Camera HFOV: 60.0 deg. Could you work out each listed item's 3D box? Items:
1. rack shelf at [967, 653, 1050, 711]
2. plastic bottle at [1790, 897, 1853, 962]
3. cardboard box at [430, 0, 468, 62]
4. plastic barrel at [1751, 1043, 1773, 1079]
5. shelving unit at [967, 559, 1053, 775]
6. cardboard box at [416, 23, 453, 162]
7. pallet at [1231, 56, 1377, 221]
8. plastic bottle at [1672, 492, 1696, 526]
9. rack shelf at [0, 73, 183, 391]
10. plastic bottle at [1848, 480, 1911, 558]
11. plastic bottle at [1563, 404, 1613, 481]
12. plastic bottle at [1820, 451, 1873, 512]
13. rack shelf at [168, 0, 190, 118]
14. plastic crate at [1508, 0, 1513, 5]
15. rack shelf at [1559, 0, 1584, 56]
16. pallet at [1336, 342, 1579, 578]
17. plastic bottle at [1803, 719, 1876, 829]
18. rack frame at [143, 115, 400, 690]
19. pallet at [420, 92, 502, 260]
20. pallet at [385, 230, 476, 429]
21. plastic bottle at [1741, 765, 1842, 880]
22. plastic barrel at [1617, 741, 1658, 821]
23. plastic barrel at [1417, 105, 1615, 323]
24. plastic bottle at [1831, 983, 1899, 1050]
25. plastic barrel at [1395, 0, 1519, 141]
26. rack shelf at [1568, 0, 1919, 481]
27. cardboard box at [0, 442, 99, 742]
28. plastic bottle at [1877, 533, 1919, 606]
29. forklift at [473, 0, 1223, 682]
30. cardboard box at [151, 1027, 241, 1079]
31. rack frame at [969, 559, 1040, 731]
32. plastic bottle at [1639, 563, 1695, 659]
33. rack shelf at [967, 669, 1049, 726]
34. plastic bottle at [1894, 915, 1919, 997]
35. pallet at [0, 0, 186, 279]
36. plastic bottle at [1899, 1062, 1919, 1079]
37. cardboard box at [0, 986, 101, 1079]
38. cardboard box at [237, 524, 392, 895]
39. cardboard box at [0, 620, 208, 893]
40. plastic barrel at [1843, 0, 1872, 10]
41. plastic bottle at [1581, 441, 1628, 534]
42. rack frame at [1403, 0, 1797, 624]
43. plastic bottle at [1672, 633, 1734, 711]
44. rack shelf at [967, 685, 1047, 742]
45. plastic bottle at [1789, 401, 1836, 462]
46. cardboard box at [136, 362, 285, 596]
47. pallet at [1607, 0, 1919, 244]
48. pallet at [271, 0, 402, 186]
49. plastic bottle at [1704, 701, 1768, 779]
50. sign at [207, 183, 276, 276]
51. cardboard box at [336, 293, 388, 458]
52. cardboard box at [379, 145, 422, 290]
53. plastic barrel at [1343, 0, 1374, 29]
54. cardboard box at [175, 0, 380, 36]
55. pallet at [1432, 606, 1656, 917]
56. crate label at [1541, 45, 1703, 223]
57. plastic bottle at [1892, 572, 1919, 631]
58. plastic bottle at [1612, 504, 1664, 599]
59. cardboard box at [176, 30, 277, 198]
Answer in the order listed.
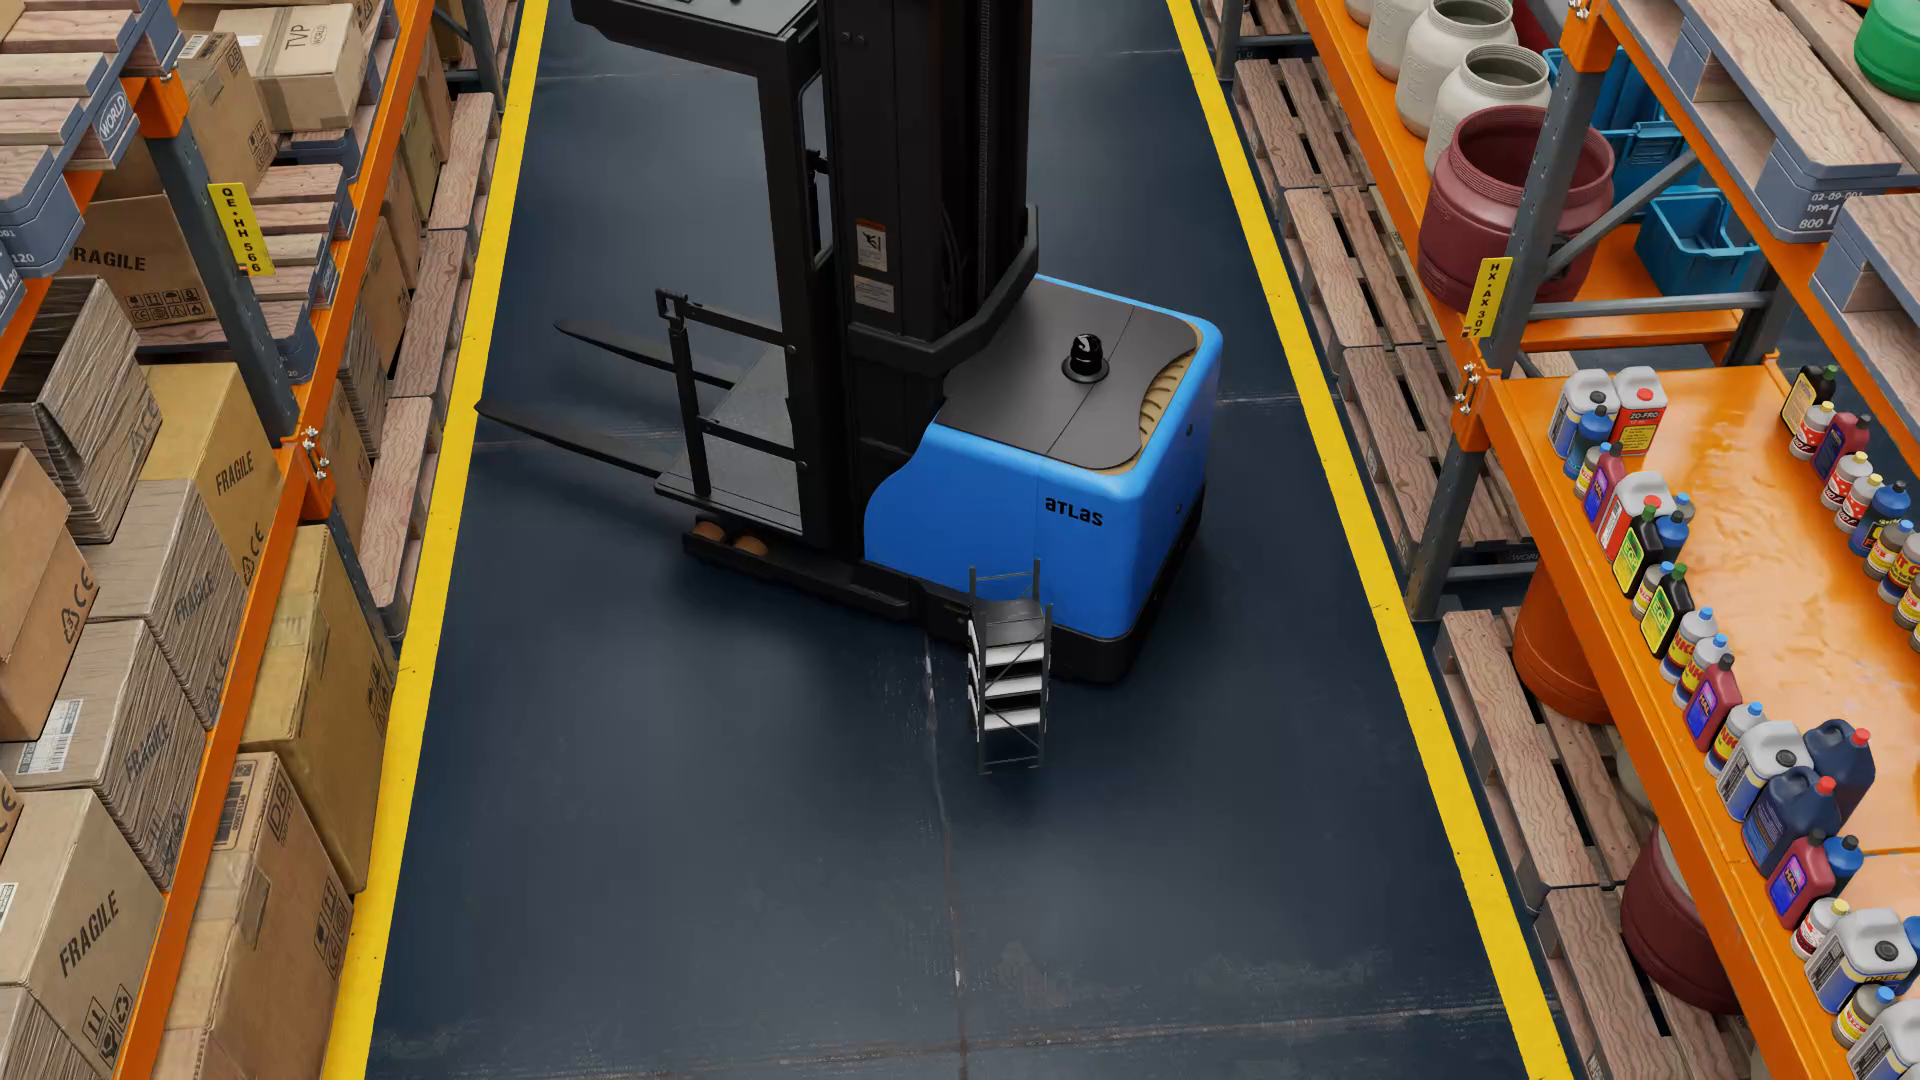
[{"bbox_3d":[0.168,0.484,5.854,0.258,0.077,0.200,-7,47,-7],"label":"rack shelf"},{"bbox_3d":[2.115,0.945,4.062,0.097,0.201,0.097,0,47,0],"label":"plastic bottle"},{"bbox_3d":[-2.988,-2.945,9.042,0.500,0.500,0.500,-5,47,-5],"label":"cardboard box"},{"bbox_3d":[2.564,1.509,4.816,0.421,0.512,0.421,0,47,0],"label":"plastic barrel"},{"bbox_3d":[0.168,0.461,5.830,0.258,0.900,0.210,-7,47,-7],"label":"shelving unit"},{"bbox_3d":[-2.965,-2.215,8.336,0.700,0.500,0.500,-7,47,-6],"label":"cardboard box"},{"bbox_3d":[2.045,-2.145,8.772,1.003,0.211,1.213,-3,47,-3],"label":"pallet"},{"bbox_3d":[2.151,-0.061,5.015,0.097,0.201,0.097,0,47,0],"label":"plastic bottle"},{"bbox_3d":[-2.493,0.189,3.071,1.077,0.370,4.000,-3,47,-3],"label":"rack shelf"},{"bbox_3d":[2.762,-0.072,4.977,0.097,0.271,0.097,0,47,0],"label":"plastic bottle"},{"bbox_3d":[1.972,-0.313,5.205,0.097,0.271,0.097,0,47,0],"label":"plastic bottle"},{"bbox_3d":[2.745,-0.189,5.136,0.097,0.201,0.097,0,47,0],"label":"plastic bottle"},{"bbox_3d":[-2.827,-2.705,5.812,1.077,0.370,4.000,-3,47,-3],"label":"rack shelf"},{"bbox_3d":[2.368,-2.354,7.196,0.450,0.188,0.662,-3,47,-3],"label":"plastic crate"},{"bbox_3d":[2.108,-3.006,6.097,1.077,0.370,4.000,-3,47,-3],"label":"rack shelf"},{"bbox_3d":[2.249,-0.379,7.100,1.003,0.211,1.213,-3,47,-3],"label":"pallet"},{"bbox_3d":[2.256,0.587,4.299,0.144,0.351,0.185,-3,47,-3],"label":"plastic bottle"},{"bbox_3d":[-2.660,-0.474,5.270,1.000,3.000,0.127,-3,47,-3],"label":"rack frame"},{"bbox_3d":[-2.928,-1.846,8.490,1.003,0.211,1.213,-3,47,-3],"label":"pallet"},{"bbox_3d":[-2.823,-0.962,7.652,1.003,0.211,1.213,-3,47,-3],"label":"pallet"},{"bbox_3d":[2.115,0.694,4.198,0.144,0.351,0.185,-3,47,-3],"label":"plastic bottle"},{"bbox_3d":[2.470,0.692,5.590,0.421,0.512,0.421,0,47,0],"label":"plastic barrel"},{"bbox_3d":[1.935,-1.139,5.806,0.600,0.536,0.708,-3,47,-3],"label":"plastic barrel"},{"bbox_3d":[2.134,1.113,3.904,0.097,0.201,0.097,0,47,0],"label":"plastic bottle"},{"bbox_3d":[1.941,-1.850,6.495,0.421,0.512,0.421,0,47,0],"label":"plastic barrel"},{"bbox_3d":[2.443,-0.112,3.357,1.077,0.370,4.000,-3,47,-3],"label":"rack shelf"},{"bbox_3d":[-2.563,0.148,3.921,0.797,0.503,0.637,-3,47,-2],"label":"cardboard box"},{"bbox_3d":[2.778,0.069,4.844,0.097,0.271,0.097,0,47,0],"label":"plastic bottle"},{"bbox_3d":[-0.569,-1.194,5.998,3.031,2.935,1.130,18,49,16],"label":"forklift"},{"bbox_3d":[-2.474,1.898,4.197,1.225,0.875,0.875,-5,47,-5],"label":"cardboard box"},{"bbox_3d":[0.151,0.388,5.899,0.240,0.900,0.006,-7,47,-7],"label":"rack frame"},{"bbox_3d":[2.014,0.199,4.713,0.061,0.283,0.133,-3,47,-3],"label":"plastic bottle"},{"bbox_3d":[0.168,0.546,5.920,0.258,0.077,0.200,-7,47,-7],"label":"rack shelf"},{"bbox_3d":[2.275,0.982,3.979,0.097,0.271,0.097,0,47,0],"label":"plastic bottle"},{"bbox_3d":[-2.553,-0.978,3.811,1.213,0.211,1.003,-2,47,-1],"label":"pallet"},{"bbox_3d":[2.183,1.267,3.706,0.152,0.276,0.135,-3,47,-3],"label":"plastic bottle"},{"bbox_3d":[-2.199,1.312,3.510,0.500,0.500,0.500,-4,47,-4],"label":"cardboard box"},{"bbox_3d":[-2.623,0.612,5.415,1.225,0.875,0.875,-5,47,-5],"label":"cardboard box"},{"bbox_3d":[-2.289,0.570,4.212,0.500,0.500,0.500,-5,47,-5],"label":"cardboard box"},{"bbox_3d":[2.320,-1.688,3.768,0.600,0.830,0.708,-3,47,-3],"label":"plastic barrel"},{"bbox_3d":[1.972,-0.162,5.054,0.061,0.283,0.133,-3,47,-3],"label":"plastic bottle"},{"bbox_3d":[2.276,-0.775,5.555,1.000,3.000,0.127,-3,47,-3],"label":"rack frame"},{"bbox_3d":[2.049,0.356,4.572,0.097,0.271,0.097,0,47,0],"label":"plastic bottle"},{"bbox_3d":[0.168,0.608,5.985,0.258,0.077,0.200,-7,47,-7],"label":"rack shelf"},{"bbox_3d":[2.726,-0.356,5.294,0.097,0.201,0.097,0,47,0],"label":"plastic bottle"},{"bbox_3d":[-2.372,-0.167,4.910,0.500,0.500,0.500,-2,47,-2],"label":"cardboard box"},{"bbox_3d":[2.242,-1.182,4.005,1.003,0.211,1.213,-3,47,-3],"label":"pallet"},{"bbox_3d":[-2.866,-1.838,6.693,1.003,0.211,1.213,-3,47,-3],"label":"pallet"},{"bbox_3d":[2.069,0.523,4.414,0.097,0.271,0.097,0,47,0],"label":"plastic bottle"},{"bbox_3d":[-2.107,-0.909,4.884,0.100,0.325,0.005,-3,47,-3],"label":"sign"},{"bbox_3d":[-2.795,-0.650,6.855,0.700,0.500,0.500,-7,47,-7],"label":"cardboard box"},{"bbox_3d":[-2.896,-1.464,7.625,0.700,0.500,0.500,-7,47,-7],"label":"cardboard box"},{"bbox_3d":[1.864,-2.480,7.075,0.433,0.535,0.433,0,47,0],"label":"plastic barrel"},{"bbox_3d":[-2.758,-2.300,6.638,0.797,0.503,0.637,1,47,1],"label":"cardboard box"},{"bbox_3d":[2.383,0.751,6.029,1.003,0.211,1.213,-3,47,-3],"label":"pallet"},{"bbox_3d":[2.462,-1.523,6.238,0.502,0.435,0.616,-3,47,-3],"label":"crate label"},{"bbox_3d":[2.786,0.163,4.803,0.097,0.201,0.097,0,47,0],"label":"plastic bottle"},{"bbox_3d":[1.994,0.032,4.871,0.061,0.283,0.133,-3,47,-3],"label":"plastic bottle"},{"bbox_3d":[-2.891,-1.439,5.825,0.700,0.500,0.500,3,47,3],"label":"cardboard box"}]
